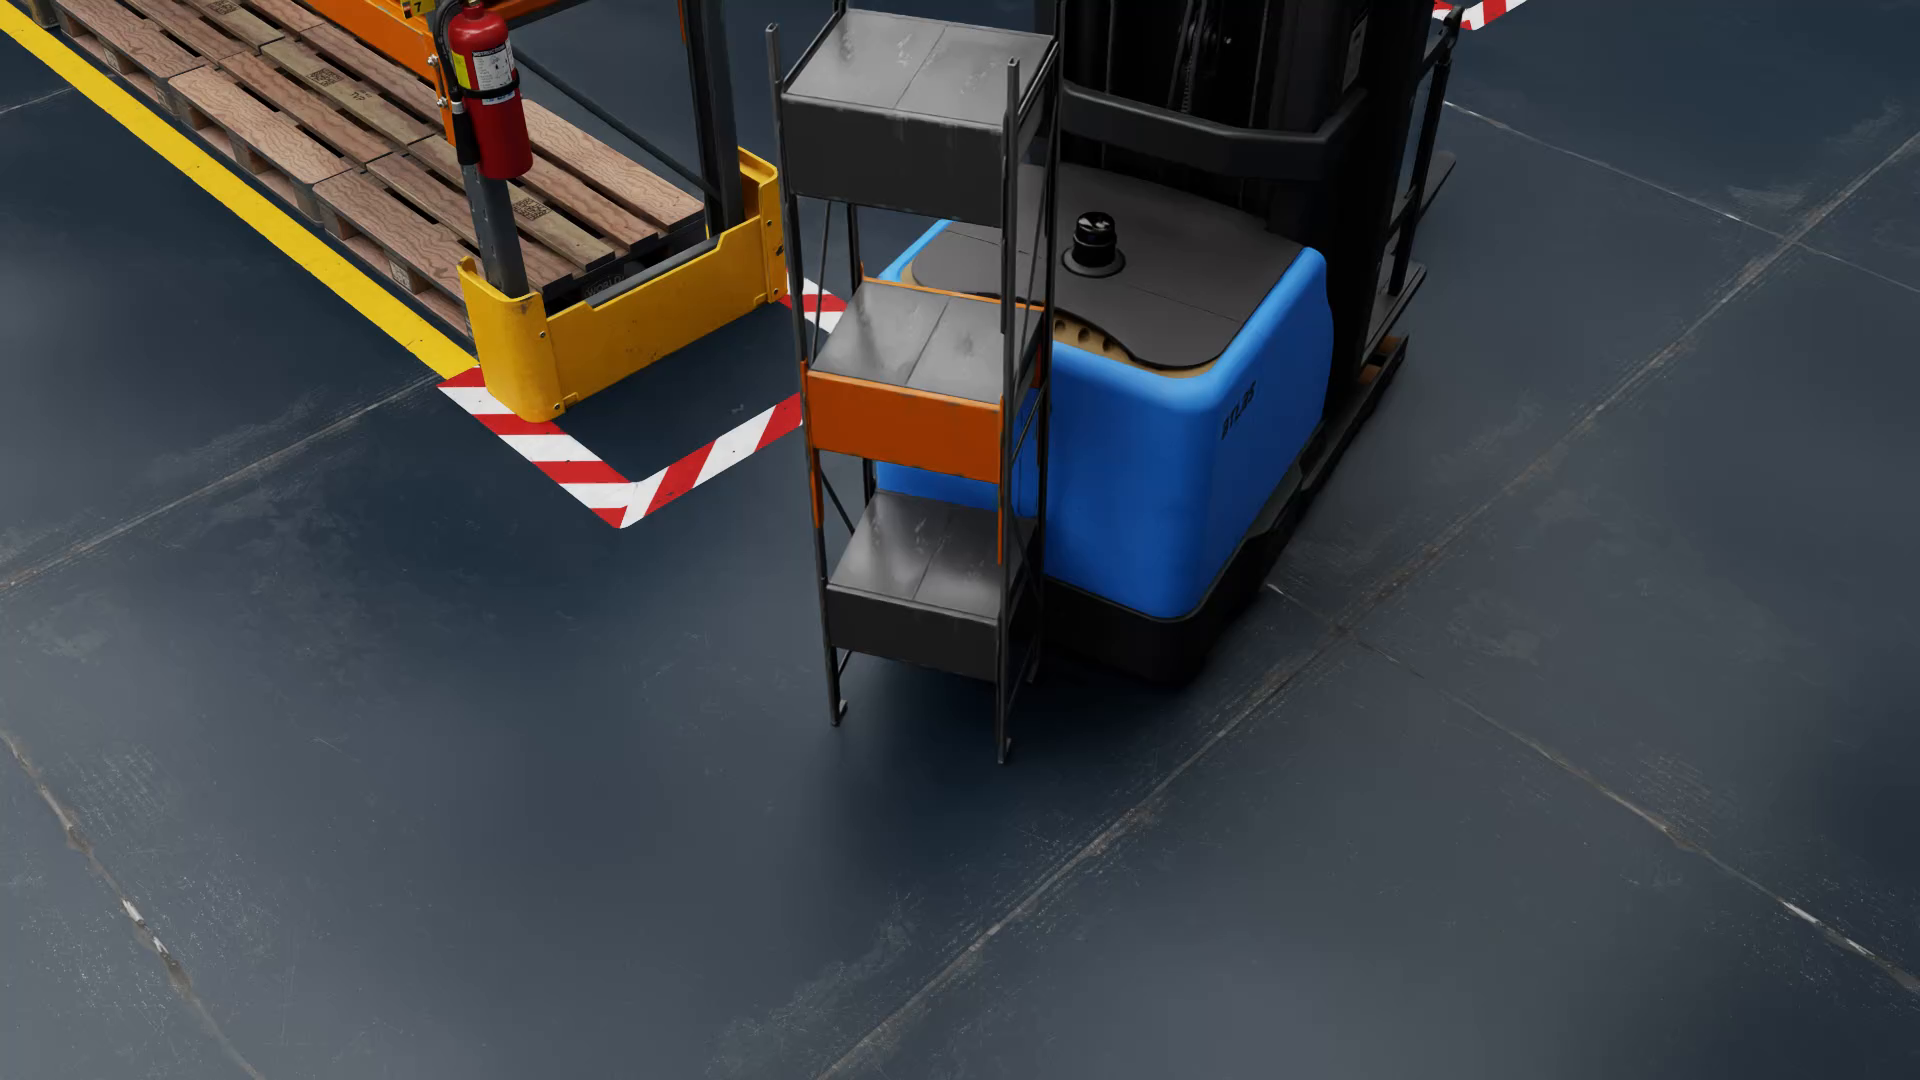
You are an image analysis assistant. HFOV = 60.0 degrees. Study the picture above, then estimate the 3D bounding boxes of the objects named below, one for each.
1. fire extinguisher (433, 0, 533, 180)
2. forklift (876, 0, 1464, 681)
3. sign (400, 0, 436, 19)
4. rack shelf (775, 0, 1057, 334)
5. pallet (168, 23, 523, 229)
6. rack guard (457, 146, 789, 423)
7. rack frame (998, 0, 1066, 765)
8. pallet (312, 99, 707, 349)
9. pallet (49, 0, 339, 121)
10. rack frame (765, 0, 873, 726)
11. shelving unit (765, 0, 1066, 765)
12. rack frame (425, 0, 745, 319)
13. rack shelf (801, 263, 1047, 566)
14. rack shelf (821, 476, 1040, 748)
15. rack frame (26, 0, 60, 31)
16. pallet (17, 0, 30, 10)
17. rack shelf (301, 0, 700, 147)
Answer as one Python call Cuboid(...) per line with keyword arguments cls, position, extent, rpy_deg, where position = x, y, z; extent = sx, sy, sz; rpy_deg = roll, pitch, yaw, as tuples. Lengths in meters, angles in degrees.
Cuboid(cls="fire extinguisher", position=(-1.396, -1.394, 4.880), extent=(0.296, 0.674, 0.183), rpy_deg=(-34, 53, -31))
Cuboid(cls="forklift", position=(0.913, -1.664, 4.891), extent=(1.130, 2.935, 3.031), rpy_deg=(21, 47, 22))
Cuboid(cls="sign", position=(-1.559, -1.638, 4.693), extent=(0.100, 0.325, 0.005), rpy_deg=(-34, 53, -31))
Cuboid(cls="rack shelf", position=(-0.077, -0.810, 3.561), extent=(0.480, 0.518, 0.431), rpy_deg=(12, 45, 12))
Cuboid(cls="pallet", position=(-2.593, -1.827, 7.071), extent=(1.003, 0.211, 1.213), rpy_deg=(-34, 53, -31))
Cuboid(cls="rack guard", position=(-1.155, -0.927, 5.884), extent=(1.175, 0.500, 0.348), rpy_deg=(-34, 53, -31))
Cuboid(cls="rack frame", position=(0.161, -0.269, 3.986), extent=(0.015, 2.100, 0.400), rpy_deg=(12, 45, 12))
Cuboid(cls="pallet", position=(-1.736, -1.241, 6.437), extent=(1.003, 0.211, 1.213), rpy_deg=(-34, 53, -31))
Cuboid(cls="pallet", position=(-3.459, -2.413, 7.706), extent=(1.003, 0.211, 1.213), rpy_deg=(-34, 53, -31))
Cuboid(cls="rack frame", position=(-0.306, -0.365, 4.090), extent=(0.015, 2.100, 0.400), rpy_deg=(12, 45, 12))
Cuboid(cls="shelving unit", position=(-0.072, -0.317, 4.038), extent=(0.503, 2.100, 0.431), rpy_deg=(12, 45, 12))
Cuboid(cls="rack frame", position=(-1.181, -1.850, 5.042), extent=(1.000, 3.000, 0.127), rpy_deg=(-34, 53, -31))
Cuboid(cls="rack shelf", position=(-0.072, -0.307, 4.047), extent=(0.480, 0.518, 0.431), rpy_deg=(12, 45, 12))
Cuboid(cls="rack shelf", position=(-0.067, 0.196, 4.534), extent=(0.480, 0.518, 0.431), rpy_deg=(12, 45, 12))
Cuboid(cls="rack frame", position=(-4.005, -3.772, 7.122), extent=(1.000, 3.000, 0.127), rpy_deg=(-34, 53, -31))
Cuboid(cls="pallet", position=(-4.521, -3.139, 8.491), extent=(1.003, 0.211, 1.213), rpy_deg=(-34, 53, -31))
Cuboid(cls="rack shelf", position=(-2.593, -2.547, 6.326), extent=(1.077, 0.370, 4.000), rpy_deg=(-34, 53, -31))
